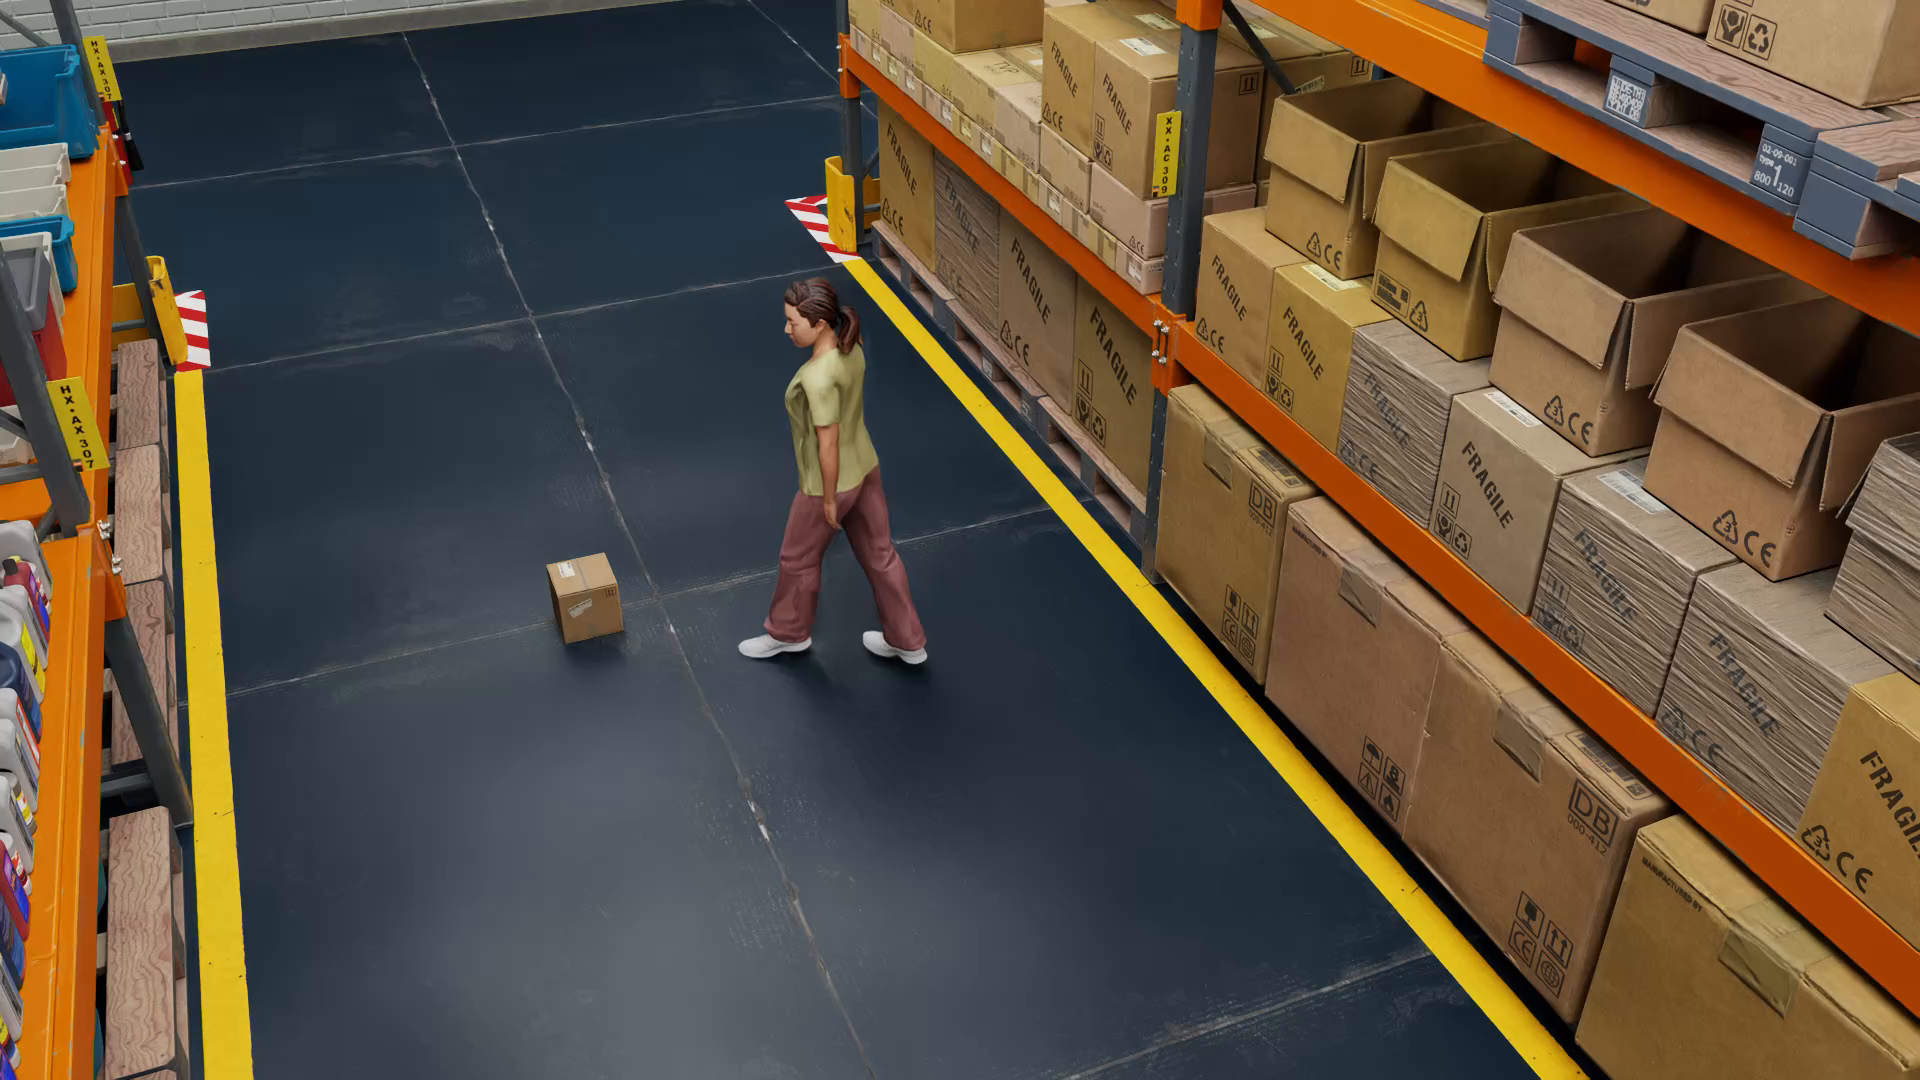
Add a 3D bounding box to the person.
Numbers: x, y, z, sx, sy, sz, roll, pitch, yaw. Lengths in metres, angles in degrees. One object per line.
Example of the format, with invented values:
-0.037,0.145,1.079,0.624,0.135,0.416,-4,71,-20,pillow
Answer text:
-0.493,-0.238,6.496,0.780,1.674,0.461,14,36,20,person
